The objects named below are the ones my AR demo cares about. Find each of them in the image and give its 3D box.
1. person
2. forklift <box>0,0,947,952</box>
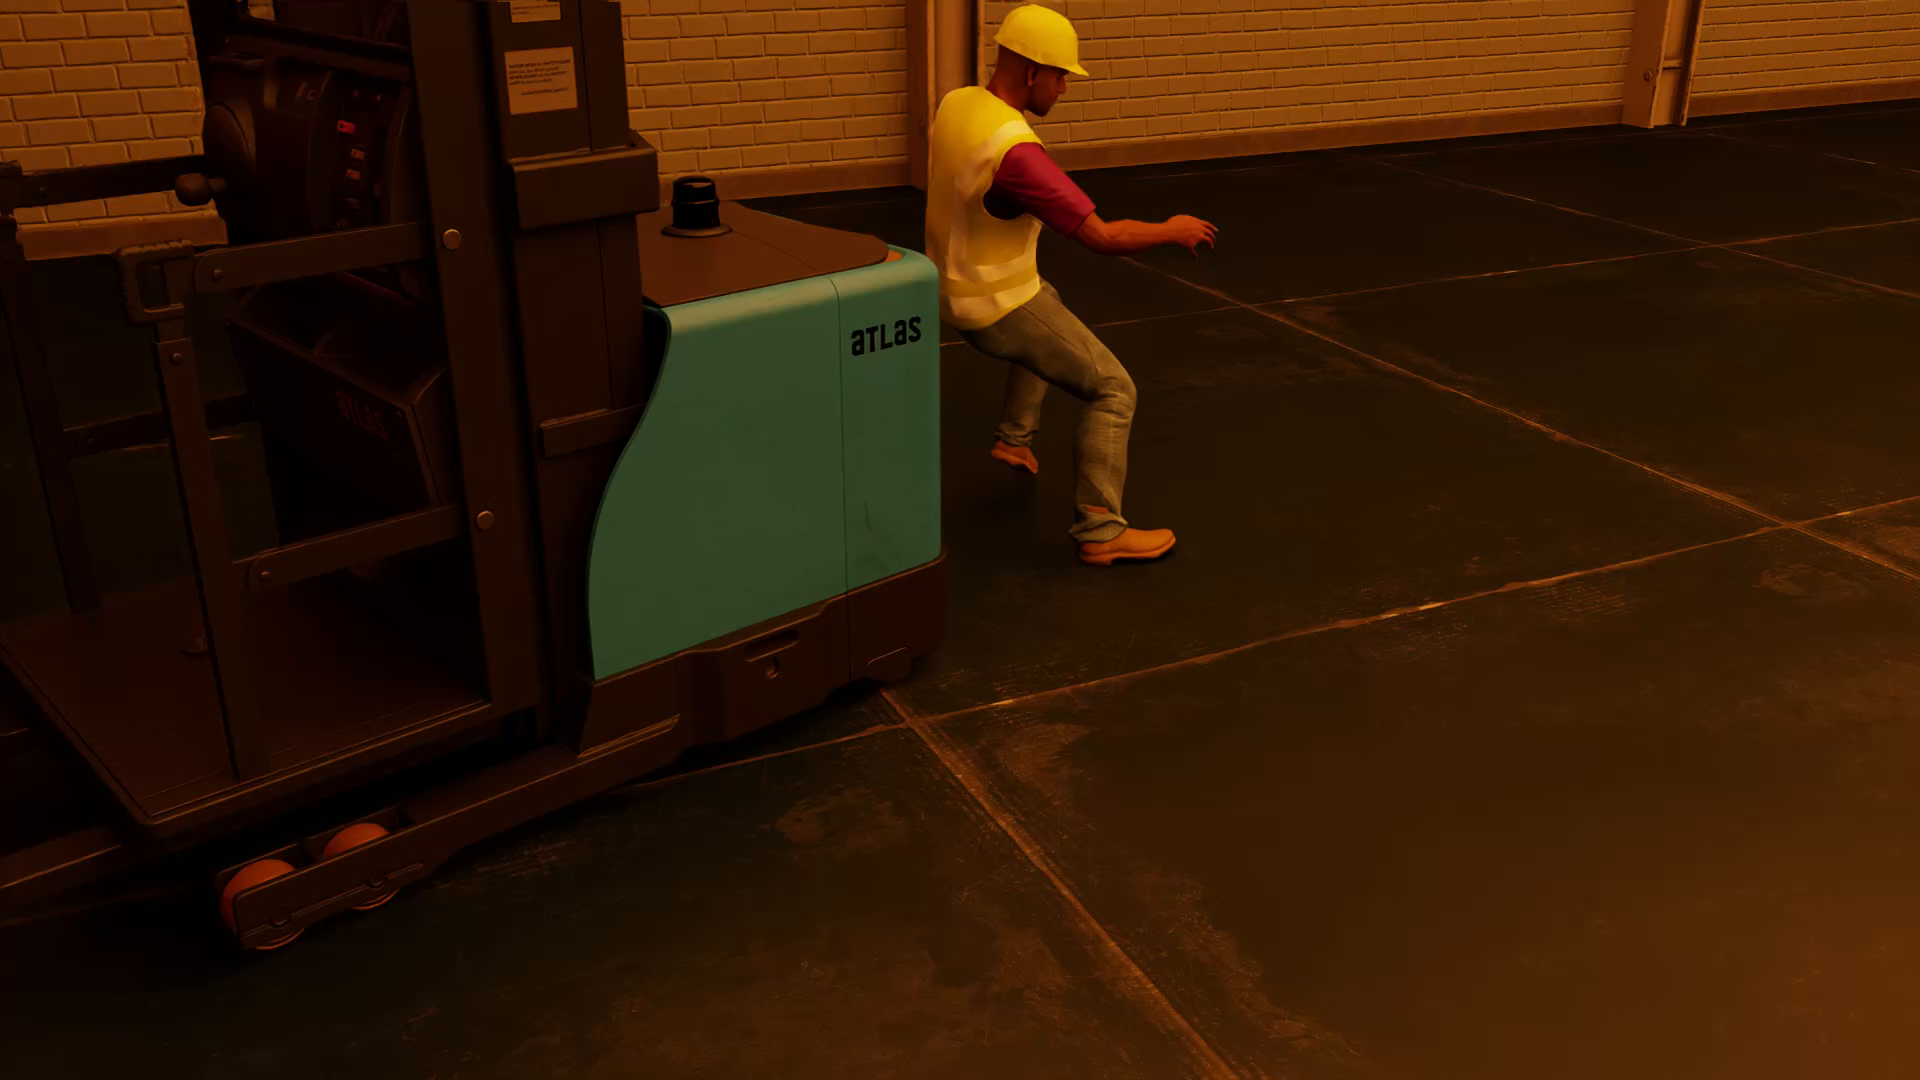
[{"bbox_3d":[0.290,-0.814,5.037,0.782,1.564,0.991,-8,24,-18],"label":"person"},{"bbox_3d":[-1.462,-0.791,3.190,3.031,2.935,1.130,-19,29,-38],"label":"forklift"}]
